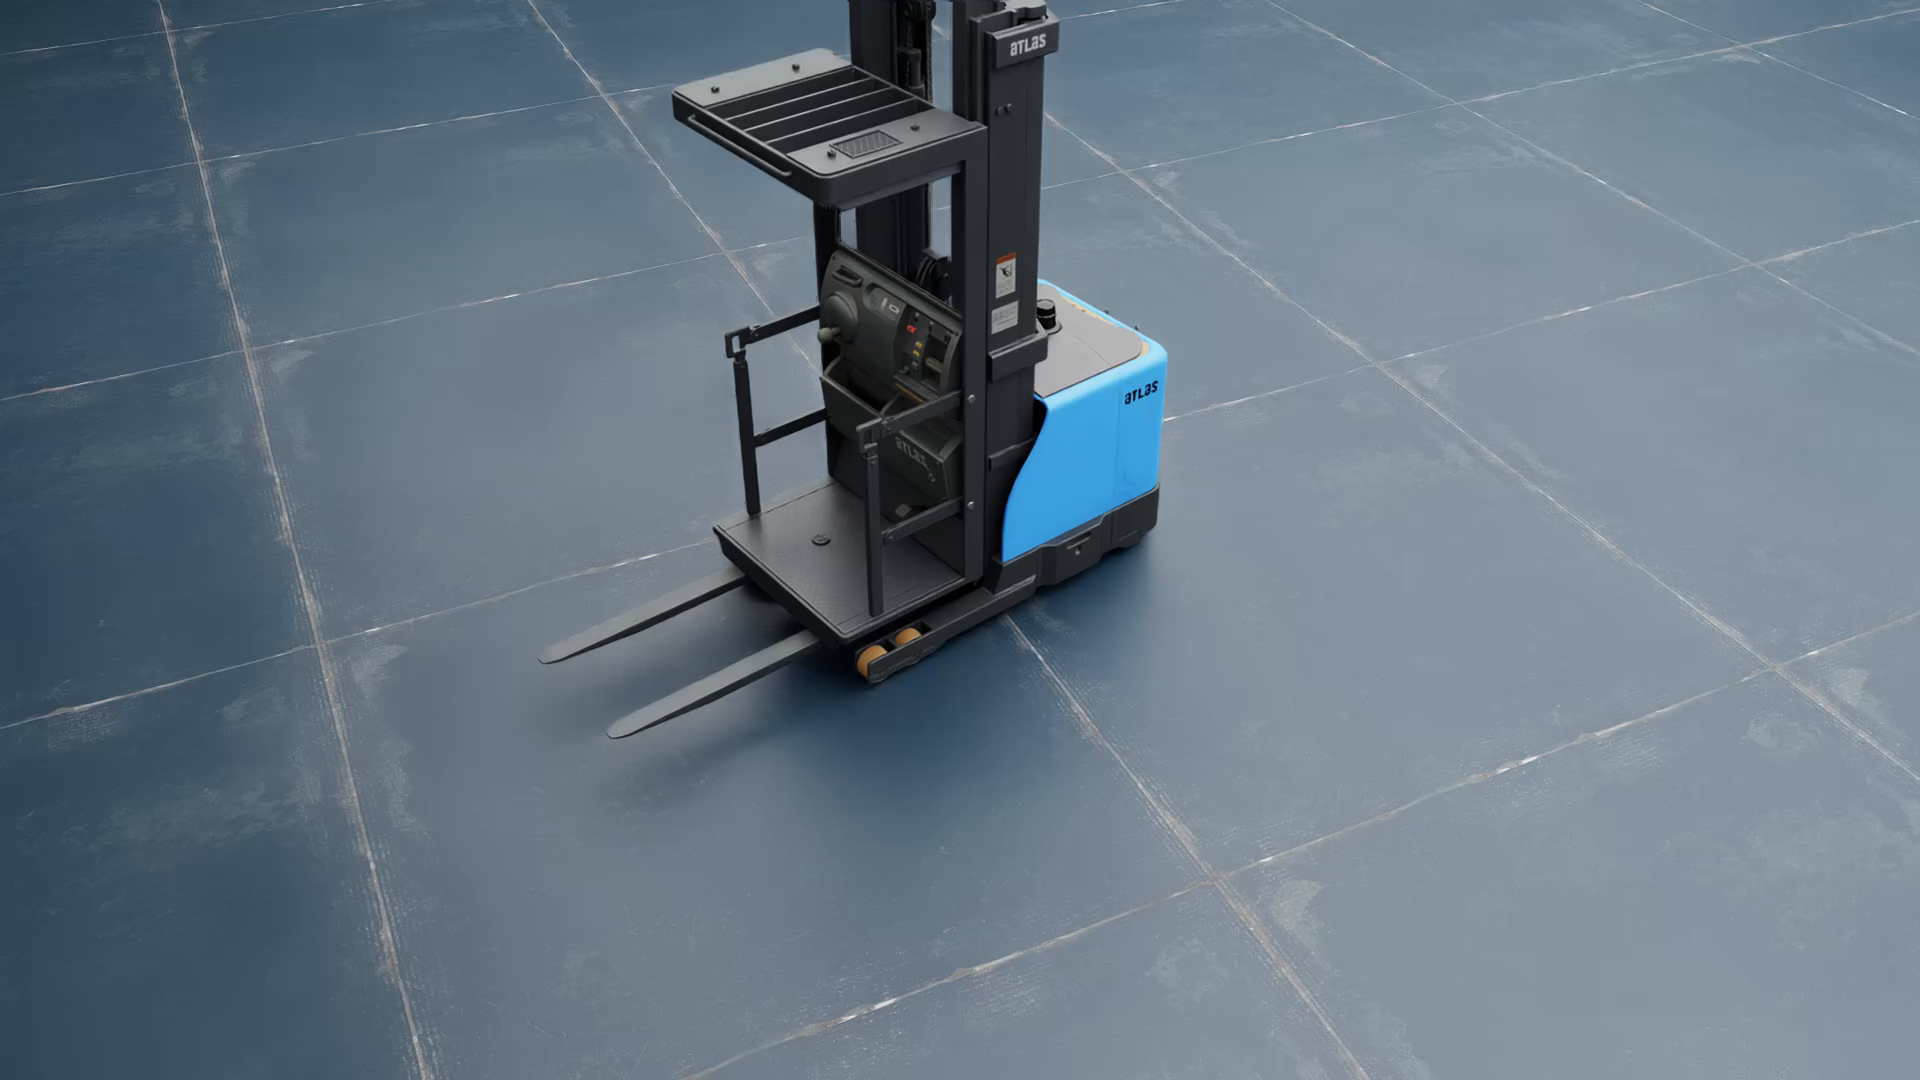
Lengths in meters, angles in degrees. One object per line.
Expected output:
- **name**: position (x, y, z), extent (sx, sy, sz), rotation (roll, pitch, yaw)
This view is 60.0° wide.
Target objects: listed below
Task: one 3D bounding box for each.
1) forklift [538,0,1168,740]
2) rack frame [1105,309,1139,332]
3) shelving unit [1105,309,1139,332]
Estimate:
- **forklift**: position (-0.472, -0.889, 7.131), extent (3.031, 2.935, 1.130), rotation (-25, 44, -30)
- **rack frame**: position (0.817, -0.760, 8.663), extent (0.006, 0.900, 0.240), rotation (-25, 44, -30)
- **shelving unit**: position (0.738, -0.722, 8.612), extent (0.210, 0.900, 0.258), rotation (-25, 44, -30)
